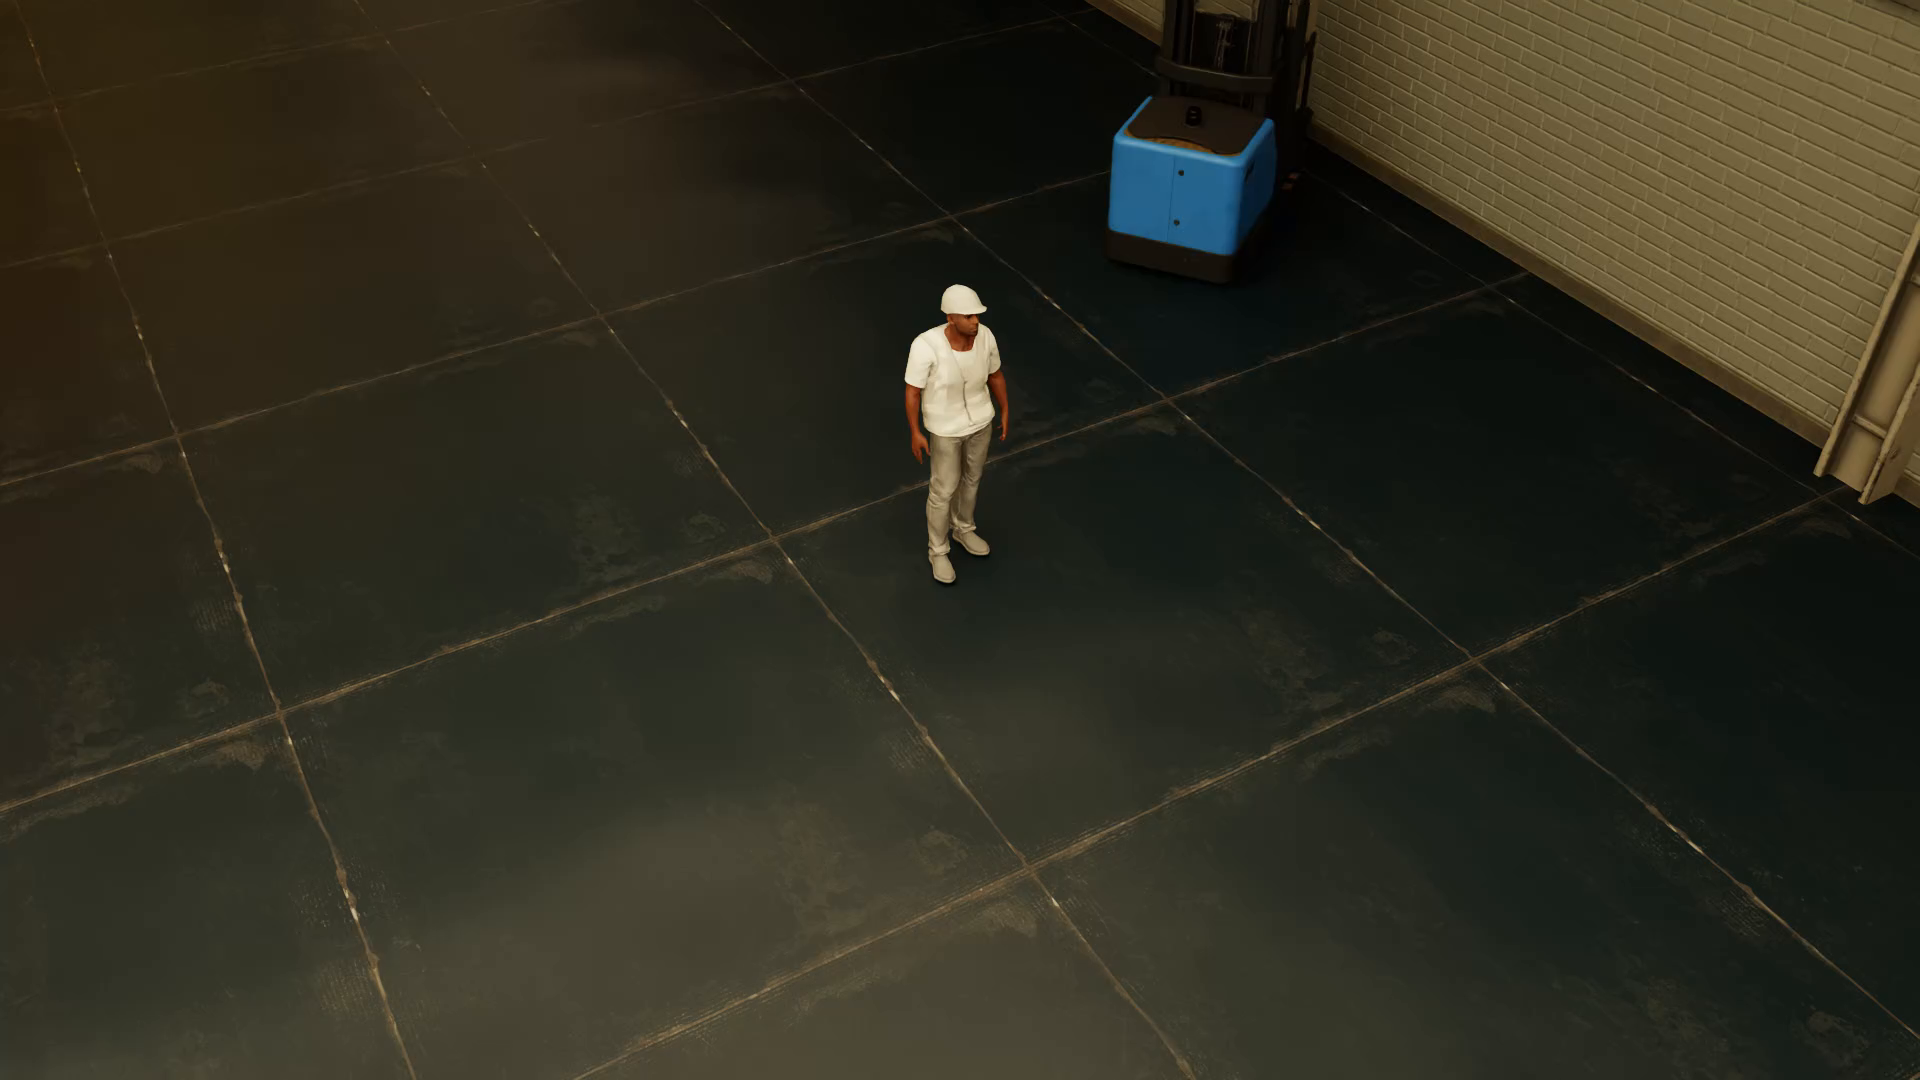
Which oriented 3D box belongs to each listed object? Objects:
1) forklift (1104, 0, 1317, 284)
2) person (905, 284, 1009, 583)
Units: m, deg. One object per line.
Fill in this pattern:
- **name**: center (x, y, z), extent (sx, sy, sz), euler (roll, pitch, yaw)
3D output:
- **forklift**: center (2.196, -4.001, 12.860), extent (1.130, 2.935, 3.031), euler (16, 42, 19)
- **person**: center (0.029, -0.643, 9.717), extent (0.665, 1.759, 0.577), euler (-20, 44, -23)
